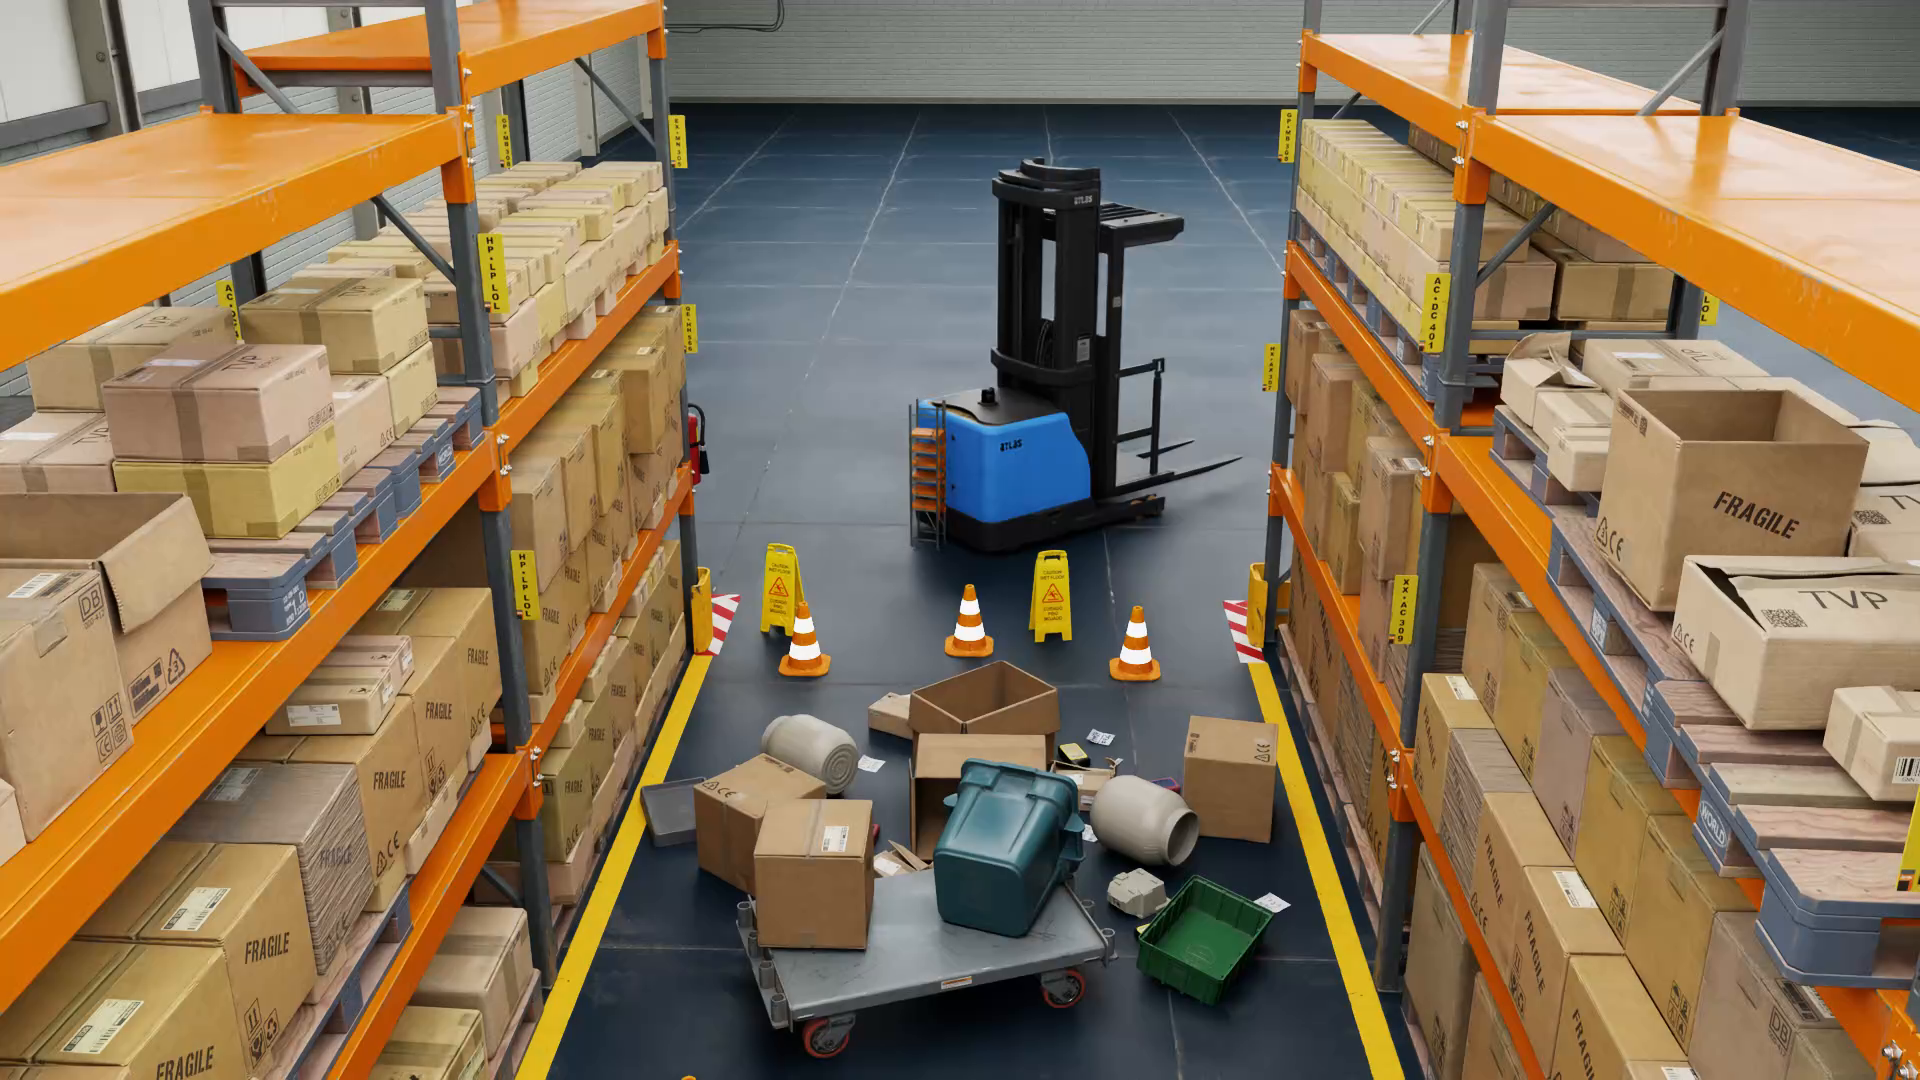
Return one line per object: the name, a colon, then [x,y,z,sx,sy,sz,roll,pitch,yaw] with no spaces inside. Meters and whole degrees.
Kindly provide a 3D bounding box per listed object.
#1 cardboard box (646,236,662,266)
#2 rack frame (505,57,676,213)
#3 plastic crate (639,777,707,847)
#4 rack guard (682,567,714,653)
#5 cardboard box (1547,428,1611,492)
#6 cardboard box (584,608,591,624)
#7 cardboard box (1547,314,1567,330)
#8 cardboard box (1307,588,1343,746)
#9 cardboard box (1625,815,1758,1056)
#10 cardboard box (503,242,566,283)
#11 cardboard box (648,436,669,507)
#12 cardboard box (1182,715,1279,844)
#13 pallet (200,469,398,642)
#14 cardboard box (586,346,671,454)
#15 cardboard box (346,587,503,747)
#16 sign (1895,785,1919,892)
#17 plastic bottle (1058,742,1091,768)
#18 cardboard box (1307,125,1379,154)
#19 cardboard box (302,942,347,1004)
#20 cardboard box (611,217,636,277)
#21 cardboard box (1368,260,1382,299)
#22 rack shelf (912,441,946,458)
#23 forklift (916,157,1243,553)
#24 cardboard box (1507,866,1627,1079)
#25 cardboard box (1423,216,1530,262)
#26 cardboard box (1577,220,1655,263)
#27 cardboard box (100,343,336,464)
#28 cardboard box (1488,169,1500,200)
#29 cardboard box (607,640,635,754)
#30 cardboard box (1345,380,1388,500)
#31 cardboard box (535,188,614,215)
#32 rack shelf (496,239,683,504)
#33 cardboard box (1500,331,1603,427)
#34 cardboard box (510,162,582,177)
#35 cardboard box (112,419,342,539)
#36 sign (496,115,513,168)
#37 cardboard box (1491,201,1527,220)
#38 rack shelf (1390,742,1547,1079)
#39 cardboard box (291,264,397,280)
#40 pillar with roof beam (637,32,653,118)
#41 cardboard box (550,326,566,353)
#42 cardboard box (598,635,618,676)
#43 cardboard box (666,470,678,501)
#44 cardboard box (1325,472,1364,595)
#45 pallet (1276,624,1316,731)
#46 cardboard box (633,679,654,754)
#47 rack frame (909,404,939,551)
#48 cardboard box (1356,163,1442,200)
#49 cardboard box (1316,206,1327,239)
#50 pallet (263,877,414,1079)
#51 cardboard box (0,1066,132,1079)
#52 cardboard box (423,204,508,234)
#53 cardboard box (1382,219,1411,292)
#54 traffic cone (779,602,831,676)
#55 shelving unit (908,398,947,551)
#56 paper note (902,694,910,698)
cardboard box: [-2.038,-1.771,10.147,0.380,0.149,0.250,1,21,2]
rack frame: [-2.332,-3.509,10.132,1.000,3.000,0.127,1,21,2]
plastic crate: [-1.586,1.537,9.458,0.402,0.080,0.583,-7,22,-17]
rack guard: [-2.334,0.481,11.599,1.175,0.500,0.348,1,21,2]
cardboard box: [2.195,-0.268,5.554,0.380,0.149,0.250,1,21,2]
cardboard box: [-2.171,0.367,8.784,0.380,0.149,0.250,1,21,1]
cardboard box: [2.854,-0.993,7.424,0.380,0.149,0.250,1,21,2]
cardboard box: [2.640,0.665,10.026,0.875,0.875,0.875,0,21,1]
cardboard box: [2.427,1.155,4.885,0.700,0.500,0.500,0,21,1]
cardboard box: [-2.087,-1.314,7.866,0.380,0.149,0.250,0,21,1]
cardboard box: [-2.093,-0.517,10.165,0.500,0.500,0.500,1,21,2]
cardboard box: [1.519,1.344,9.371,0.500,0.500,0.500,4,22,11]
pallet: [-2.607,0.020,5.443,1.213,0.211,1.003,1,21,2]
cardboard box: [-2.065,-0.808,9.533,0.700,0.500,0.500,0,21,1]
cardboard box: [-2.238,0.523,6.905,0.500,0.500,0.500,0,21,1]
sign: [1.821,0.513,3.089,0.100,0.325,0.005,1,21,2]
plastic bottle: [0.703,1.318,10.046,0.133,0.061,0.283,-7,22,-17]
cardboard box: [2.282,-2.382,9.900,0.380,0.149,0.250,1,21,2]
cardboard box: [-2.282,1.403,5.534,0.380,0.149,0.250,1,21,3]
cardboard box: [-2.105,-1.622,9.211,0.500,0.250,0.500,1,21,3]
cardboard box: [2.220,-1.274,8.147,0.380,0.149,0.250,1,21,2]
rack shelf: [-0.257,-0.696,13.124,0.258,0.103,0.180,6,22,15]
forklift: [1.117,-1.670,13.781,3.031,2.935,1.130,-15,26,-34]
cardboard box: [2.164,1.440,5.534,0.500,0.500,0.500,1,21,2]
cardboard box: [2.190,-1.279,7.058,0.380,0.149,0.250,0,21,1]
cardboard box: [2.848,-1.271,7.038,0.380,0.149,0.250,1,21,2]
cardboard box: [-2.353,-0.443,5.313,0.500,0.250,0.500,1,21,3]
cardboard box: [2.894,-1.821,8.456,0.380,0.149,0.250,1,21,1]
cardboard box: [-2.144,0.879,9.300,0.500,0.500,0.500,2,21,4]
cardboard box: [2.606,-0.540,9.073,0.875,0.550,0.500,1,21,2]
cardboard box: [-2.156,-1.875,9.312,0.380,0.149,0.250,1,21,2]
rack shelf: [-2.393,-1.052,8.941,1.077,0.370,4.000,1,21,2]
cardboard box: [2.229,-0.611,6.276,0.258,0.266,0.396,0,21,1]
cardboard box: [-2.546,-2.239,10.251,0.380,0.149,0.250,0,21,1]
cardboard box: [-2.363,-0.210,5.404,0.500,0.250,0.500,1,21,2]
sign: [-2.874,-2.524,10.532,0.100,0.325,0.005,1,21,2]
cardboard box: [2.821,-1.496,8.169,0.500,0.250,0.500,0,21,1]
rack shelf: [2.437,1.811,5.710,1.077,0.370,4.000,1,21,2]
cardboard box: [-2.731,-1.131,7.395,0.380,0.149,0.250,0,21,0]
pillar with roof beam: [-3.000,-14.120,37.480,9.100,9.000,0.400,1,21,2]
cardboard box: [-2.171,-1.029,8.234,0.380,0.149,0.250,0,21,0]
cardboard box: [-2.083,0.630,9.045,0.380,0.149,0.250,2,21,5]
cardboard box: [-2.026,-0.365,10.669,0.380,0.149,0.250,0,21,1]
cardboard box: [2.541,-0.037,9.271,0.875,0.550,0.500,1,21,2]
pallet: [2.673,0.896,10.928,1.003,0.211,1.213,1,21,2]
cardboard box: [-2.121,1.046,9.908,0.500,0.250,0.500,0,21,0]
rack frame: [-0.282,-0.482,13.113,0.240,1.200,0.006,6,22,15]
cardboard box: [2.236,-1.828,8.473,0.380,0.149,0.250,1,21,2]
cardboard box: [2.266,-1.823,9.562,0.380,0.149,0.250,1,21,2]
pallet: [-2.556,1.554,5.643,1.003,0.211,1.213,1,21,2]
cardboard box: [-2.330,1.639,4.028,0.500,0.500,0.500,0,21,0]
cardboard box: [-2.624,-1.689,8.833,0.380,0.149,0.250,1,21,3]
cardboard box: [2.271,-1.321,7.718,0.500,0.250,0.500,1,21,1]
traffic cone: [-1.055,0.640,11.239,0.336,0.463,0.334,1,21,2]
shelving unit: [-0.257,-0.514,13.195,0.258,1.200,0.189,6,22,15]
paper note: [-0.371,1.036,10.817,0.148,0.019,0.142,-7,22,-17]
